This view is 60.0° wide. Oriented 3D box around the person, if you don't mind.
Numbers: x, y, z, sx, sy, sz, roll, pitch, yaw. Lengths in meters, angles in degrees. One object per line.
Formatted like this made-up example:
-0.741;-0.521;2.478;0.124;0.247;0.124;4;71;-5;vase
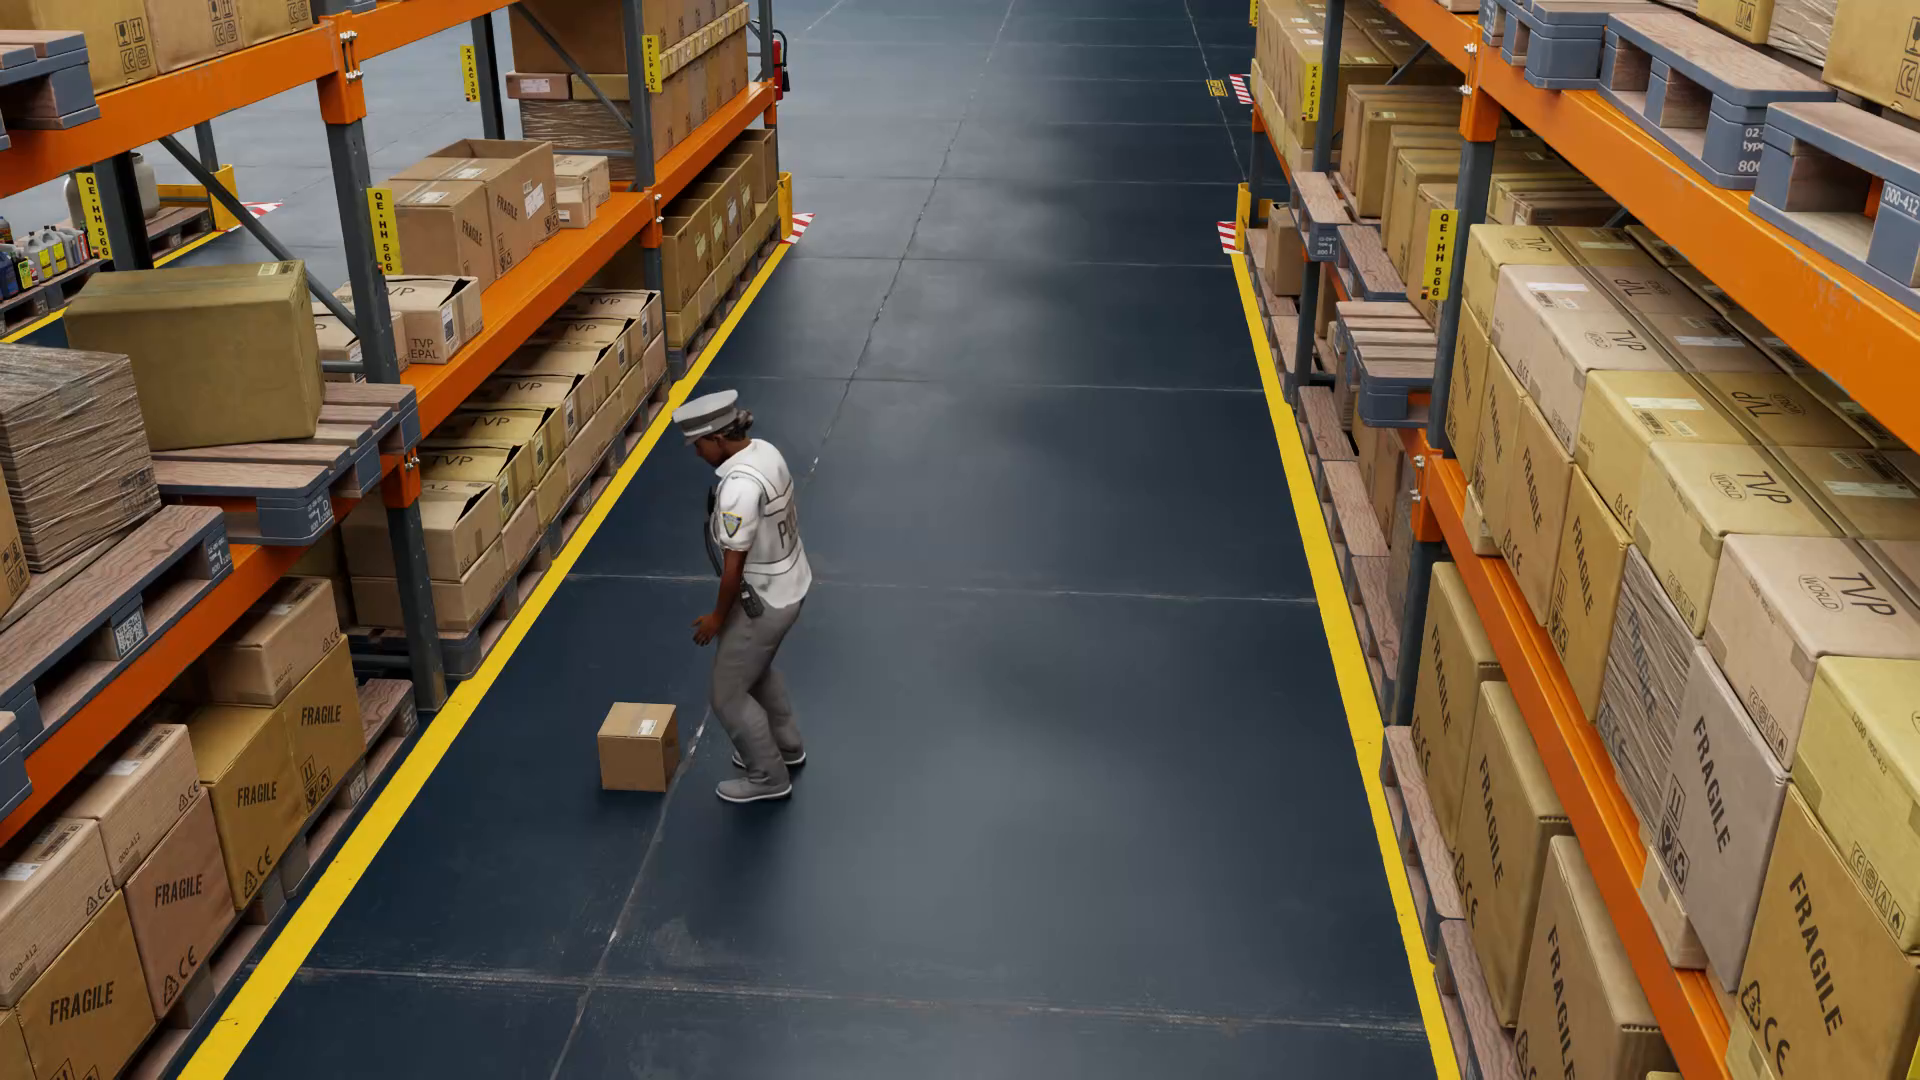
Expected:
-0.791;0.224;6.191;0.460;1.615;0.461;2;25;5;person
